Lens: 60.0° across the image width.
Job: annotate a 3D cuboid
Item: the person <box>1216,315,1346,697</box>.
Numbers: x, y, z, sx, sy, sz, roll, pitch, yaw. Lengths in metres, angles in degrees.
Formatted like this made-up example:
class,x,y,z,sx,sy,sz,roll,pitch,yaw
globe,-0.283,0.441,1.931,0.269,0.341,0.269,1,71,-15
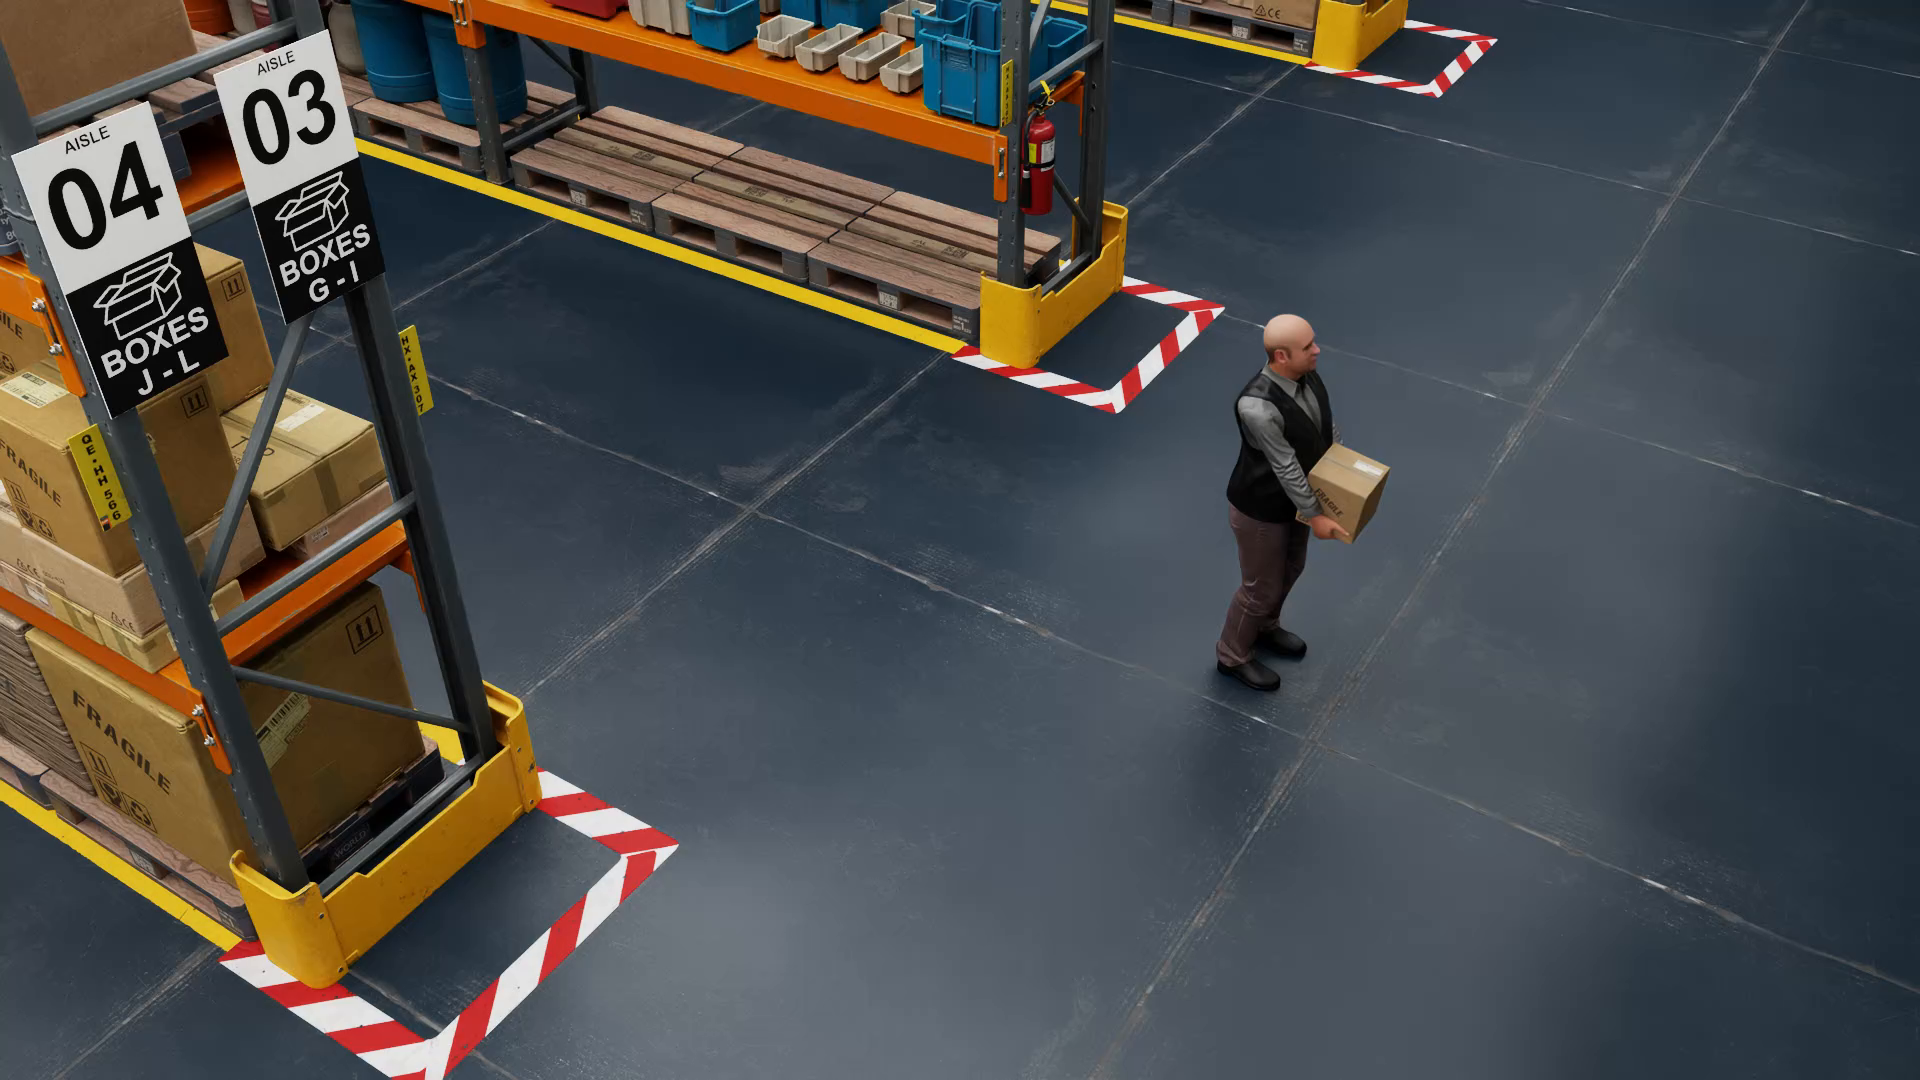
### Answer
class,x,y,z,sx,sy,sz,roll,pitch,yaw
person,1.334,-0.158,6.896,0.482,1.728,0.544,21,43,24
